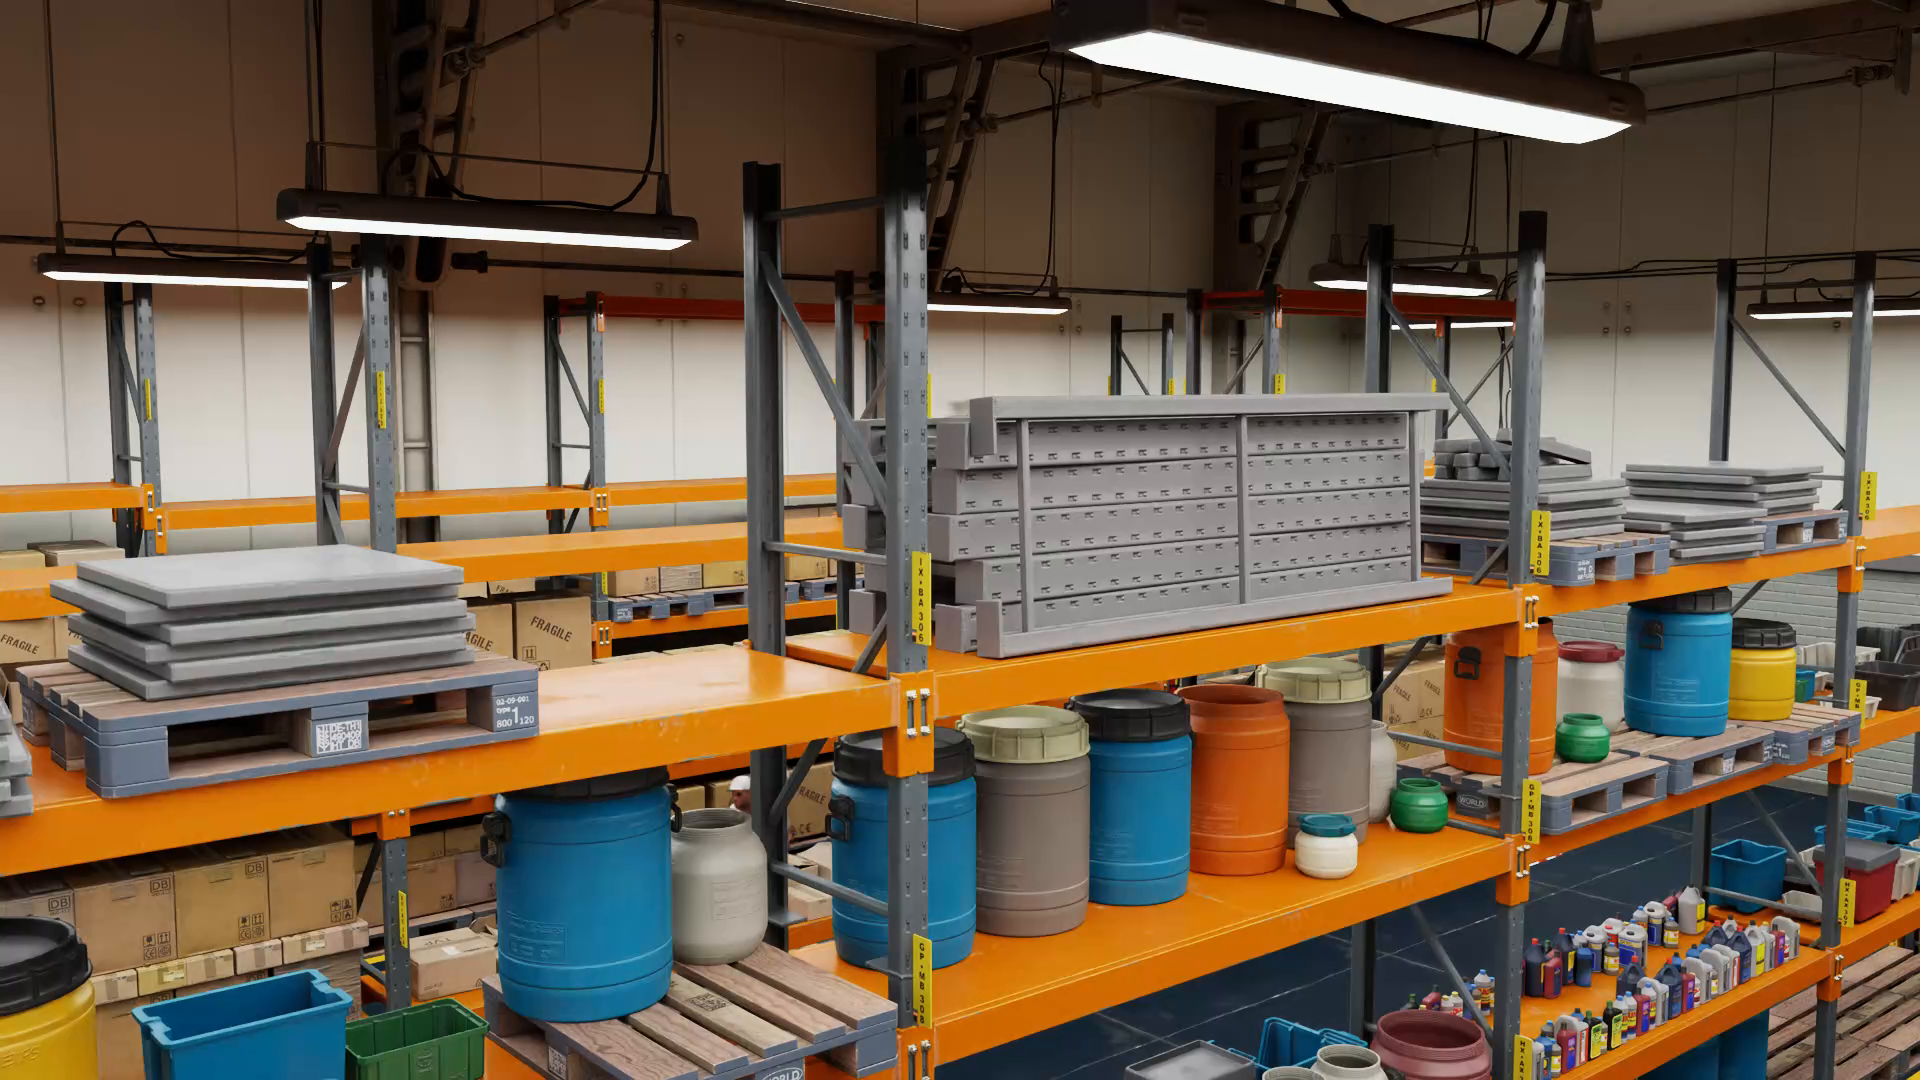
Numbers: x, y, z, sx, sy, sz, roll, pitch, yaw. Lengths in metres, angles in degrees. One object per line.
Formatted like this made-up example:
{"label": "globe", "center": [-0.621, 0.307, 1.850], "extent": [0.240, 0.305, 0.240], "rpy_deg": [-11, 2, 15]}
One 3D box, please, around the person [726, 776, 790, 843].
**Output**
{"label": "person", "center": [-1.798, 2.918, 14.720], "extent": [0.701, 1.711, 0.744], "rpy_deg": [1, 6, 11]}
